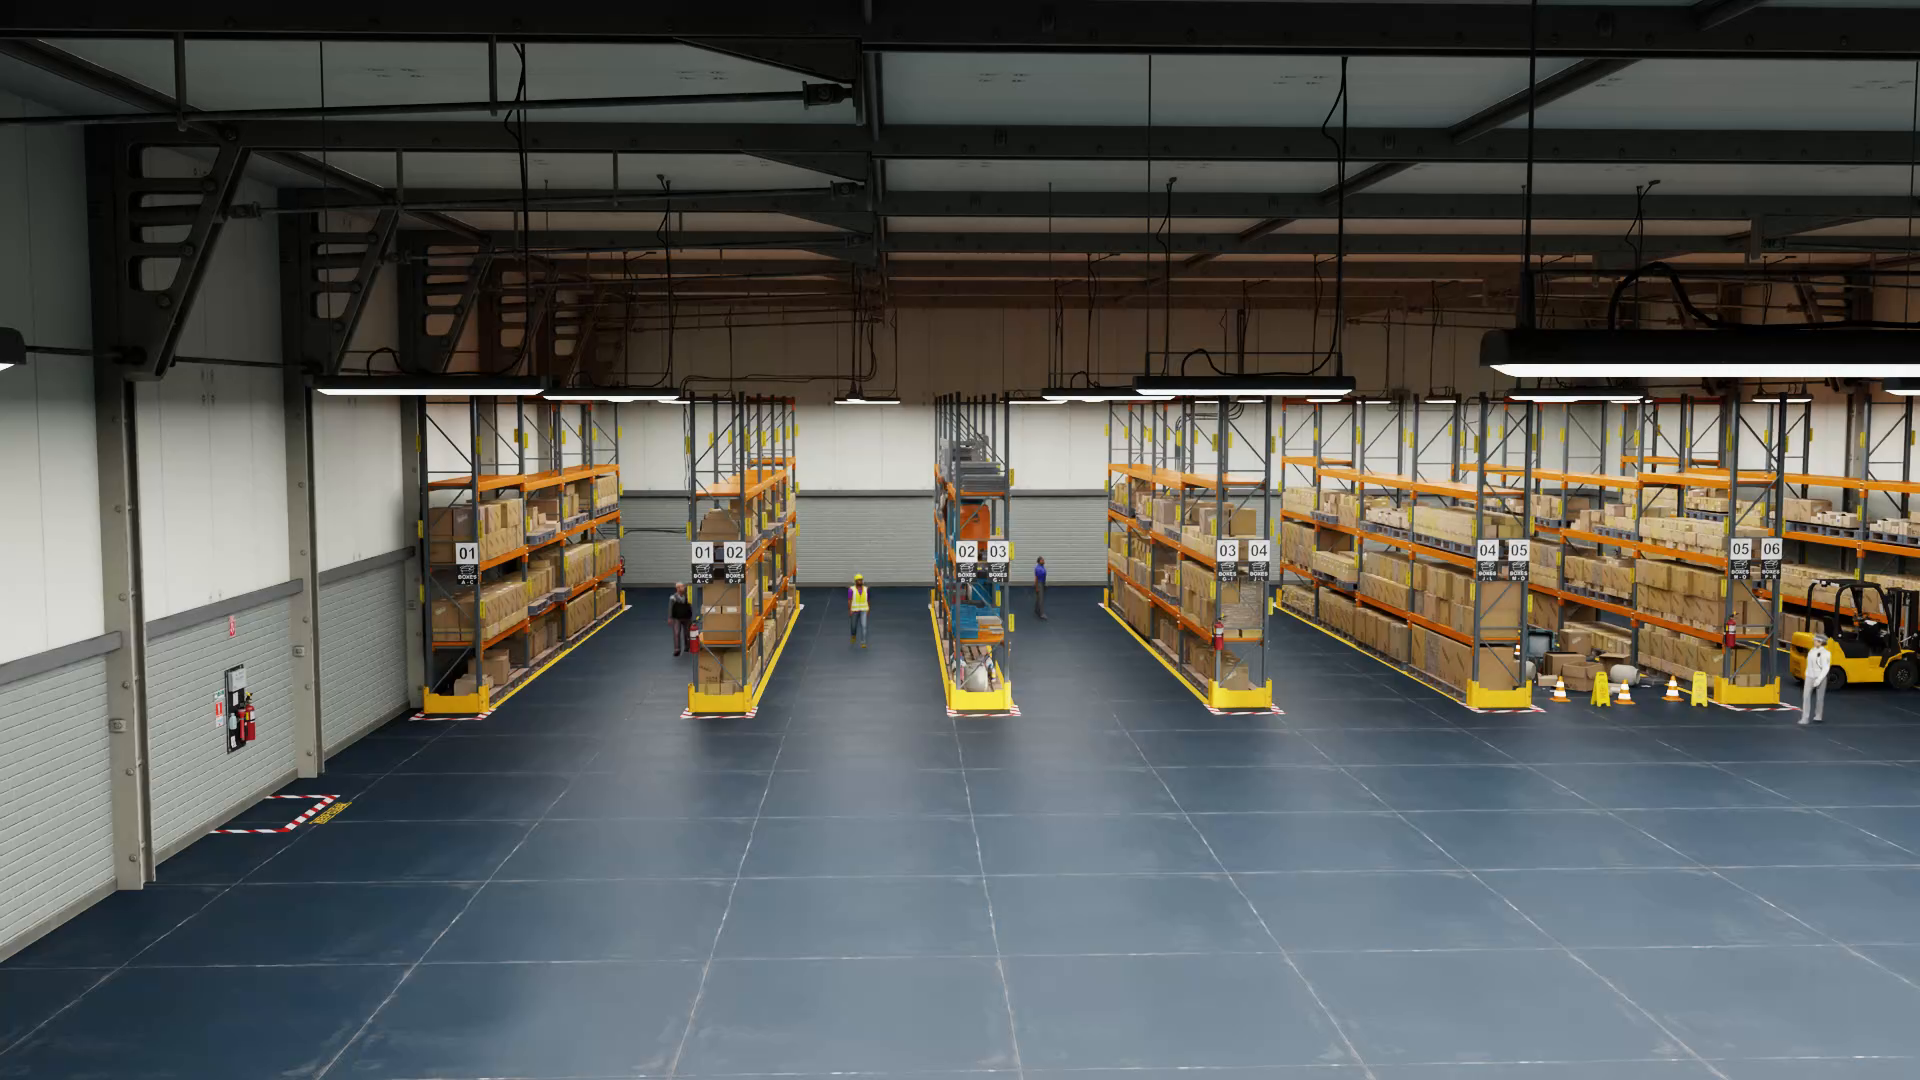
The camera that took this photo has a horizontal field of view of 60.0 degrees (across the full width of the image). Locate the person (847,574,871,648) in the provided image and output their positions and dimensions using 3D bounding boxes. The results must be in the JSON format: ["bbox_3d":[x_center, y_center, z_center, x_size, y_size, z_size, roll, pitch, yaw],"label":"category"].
[{"bbox_3d":[-2.395,1.675,39.494,0.560,1.718,0.856,0,5,-5],"label":"person"}]

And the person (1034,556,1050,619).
[{"bbox_3d":[2.255,1.281,45.266,0.525,1.674,0.488,2,5,26],"label":"person"}]

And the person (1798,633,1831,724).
[{"bbox_3d":[15.419,2.488,29.924,0.424,1.631,0.978,3,6,36],"label":"person"}]

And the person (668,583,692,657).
[{"bbox_3d":[-6.374,1.818,38.220,0.683,1.673,1.045,0,5,-4],"label":"person"}]

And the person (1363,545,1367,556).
[{"bbox_3d":[11.544,0.990,48.061,1.133,1.722,0.674,3,5,31],"label":"person"}]
